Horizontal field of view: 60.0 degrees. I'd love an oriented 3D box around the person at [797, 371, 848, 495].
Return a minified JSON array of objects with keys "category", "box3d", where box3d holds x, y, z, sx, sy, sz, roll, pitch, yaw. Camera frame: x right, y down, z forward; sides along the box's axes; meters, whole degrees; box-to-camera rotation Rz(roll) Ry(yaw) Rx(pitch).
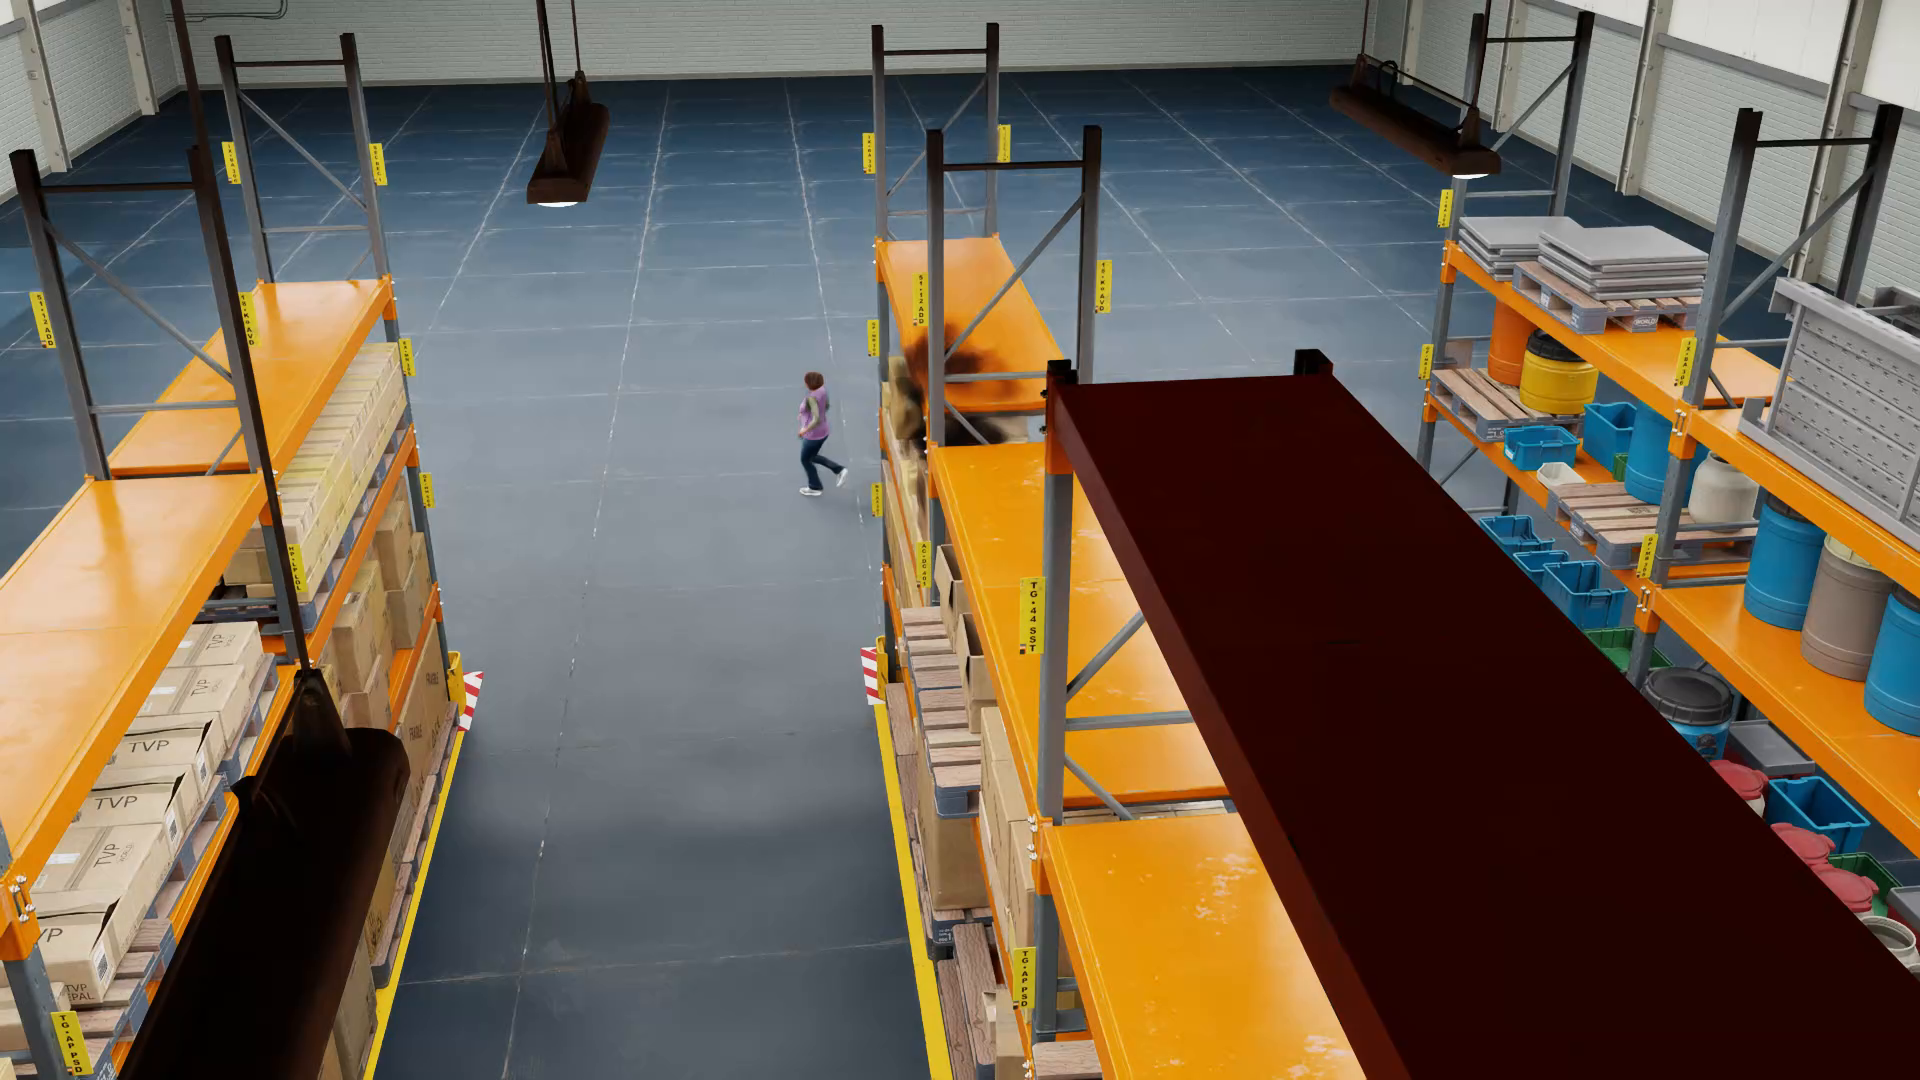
[{"category":"person","box3d":[-1.627,-1.219,19.255,0.625,1.559,0.542,7,26,15]}]
